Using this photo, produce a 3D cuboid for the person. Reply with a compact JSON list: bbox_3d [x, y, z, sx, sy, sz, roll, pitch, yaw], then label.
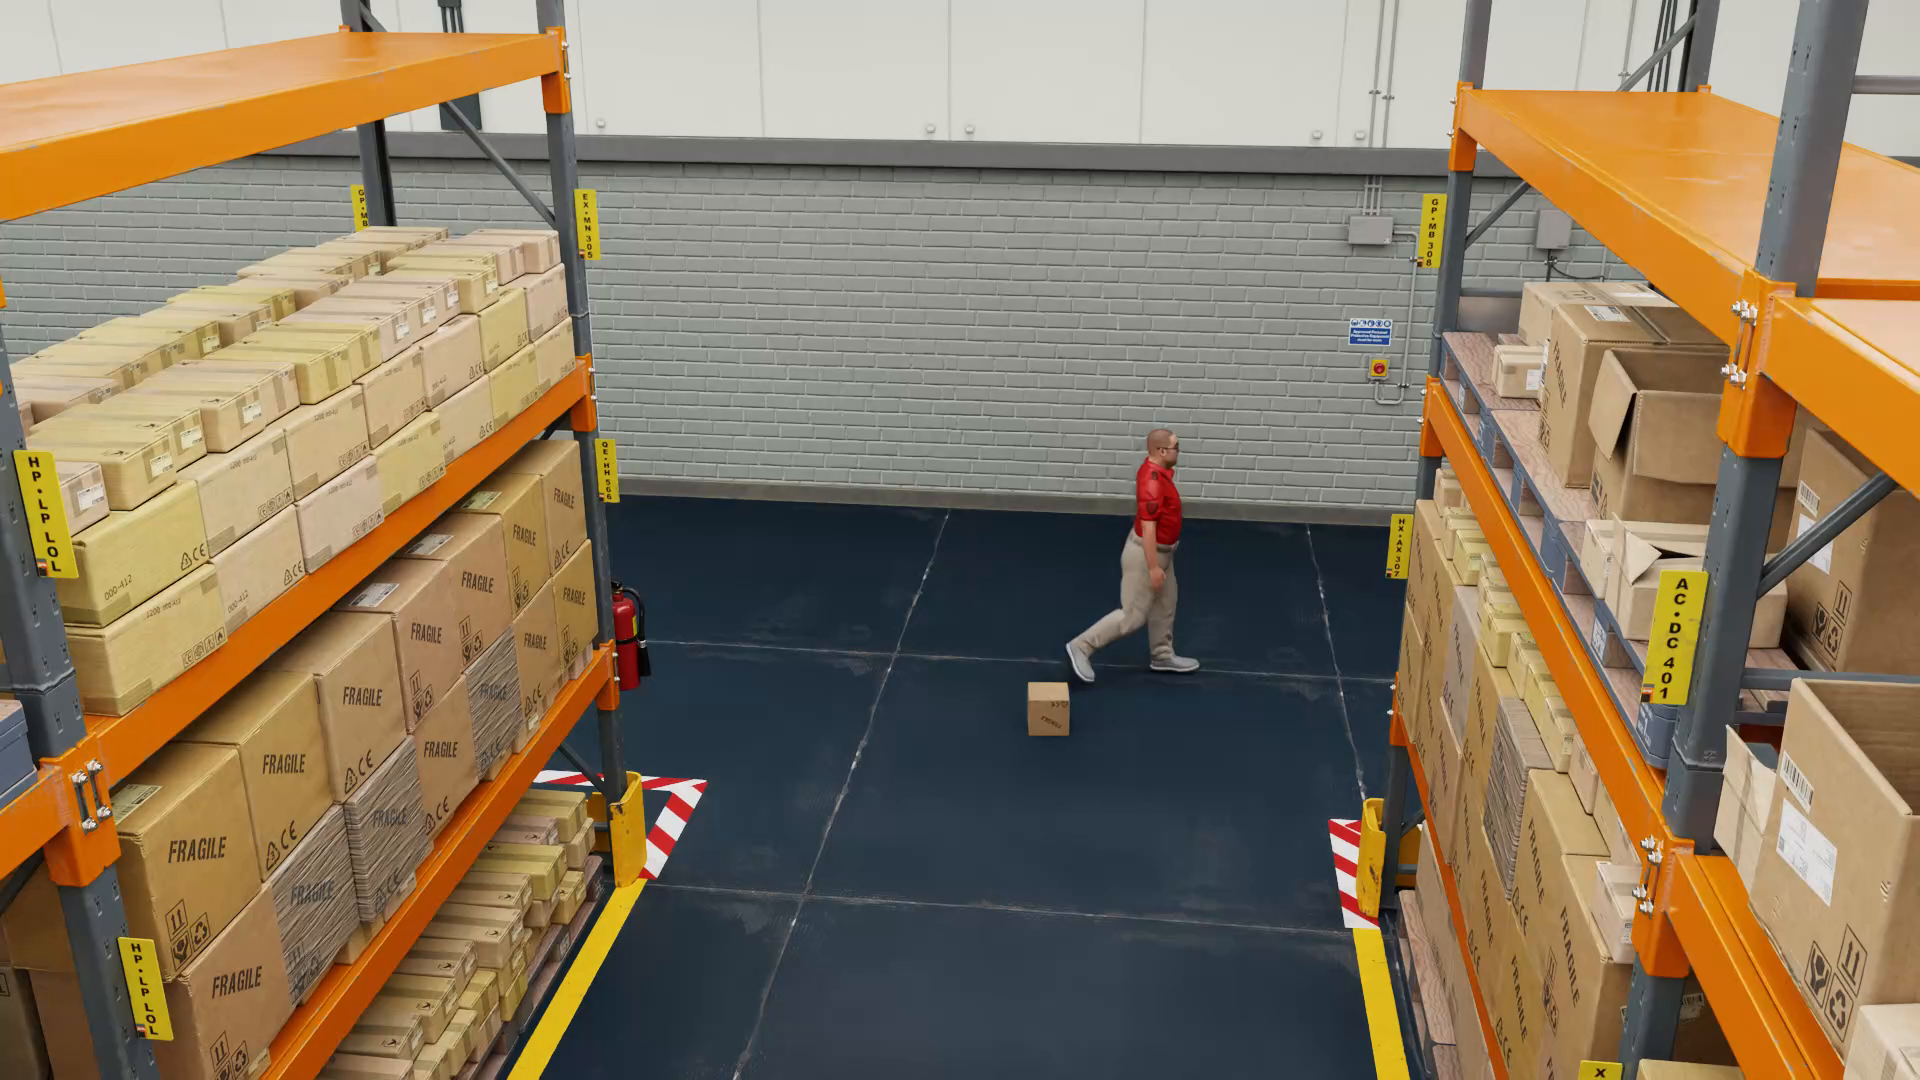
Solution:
[{"bbox_3d":[1.147,0.106,10.797,0.874,1.705,0.601,4,21,10],"label":"person"}]
